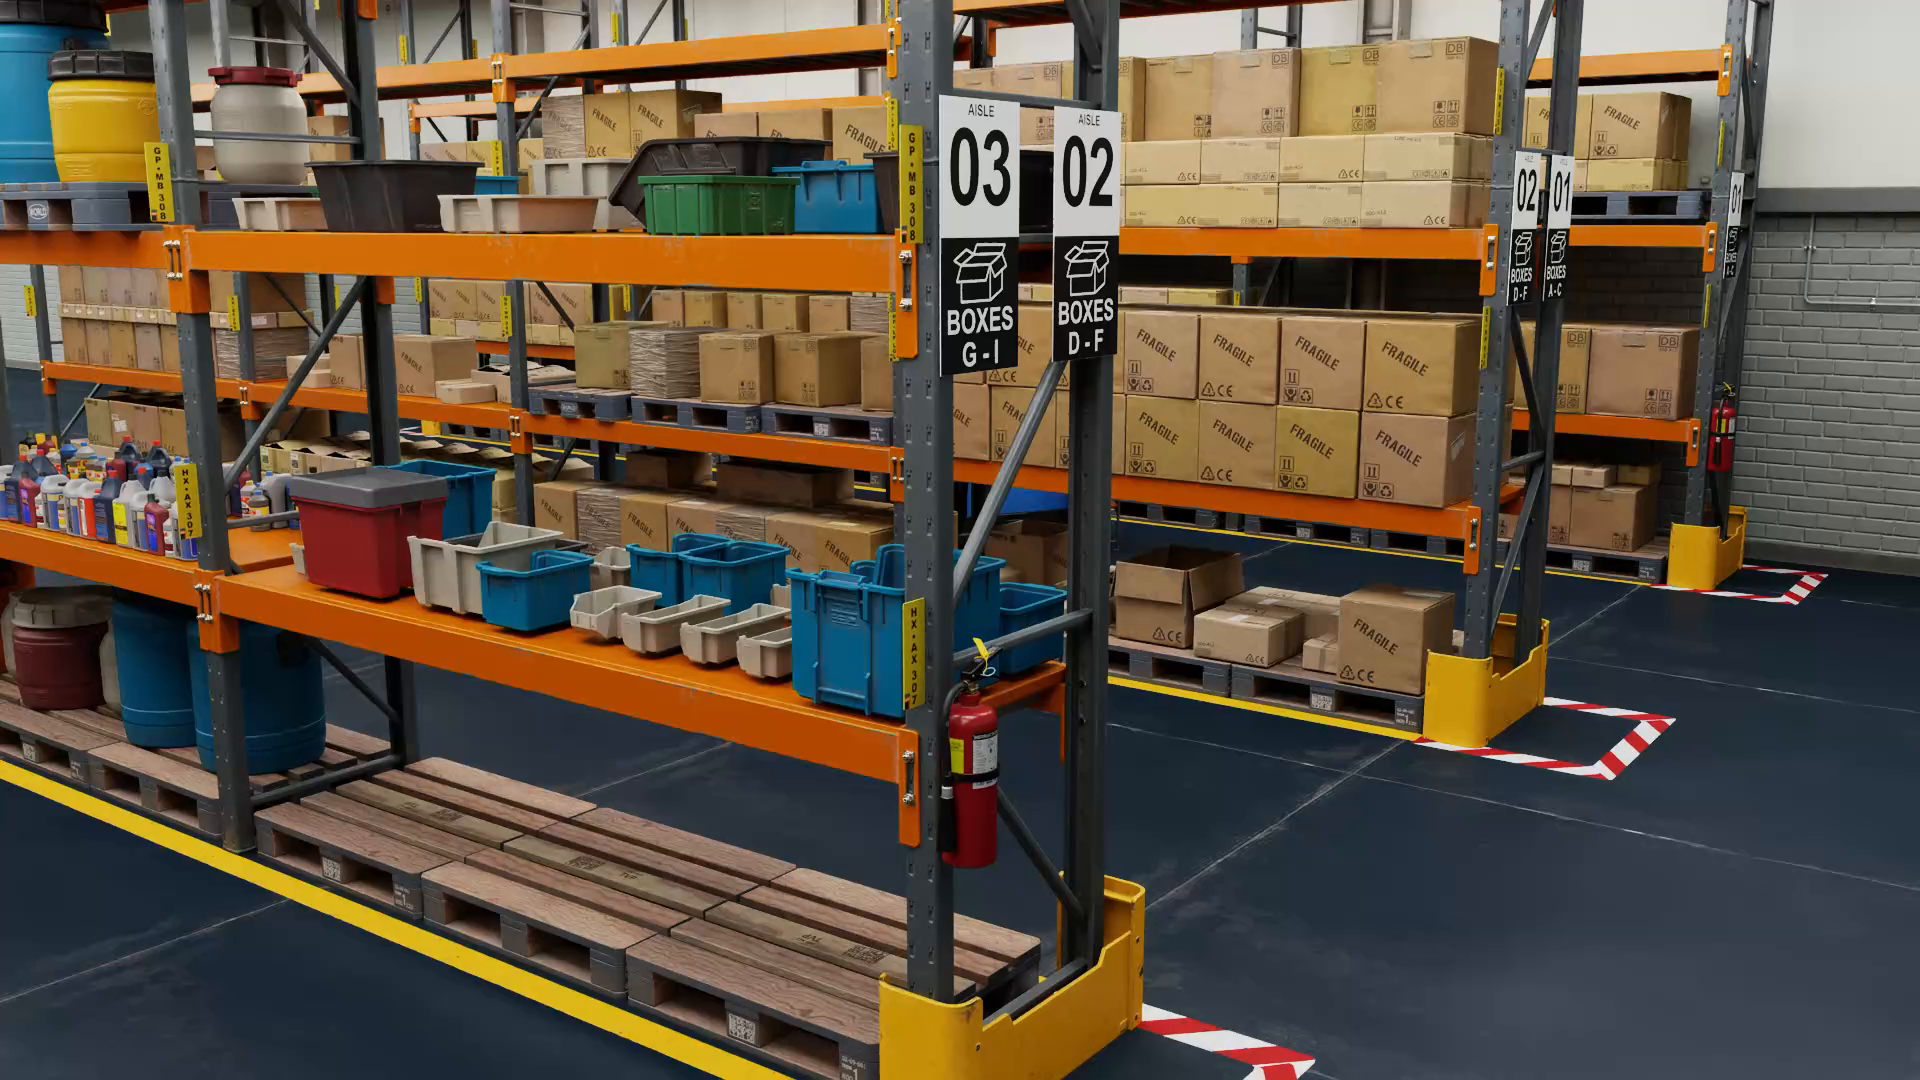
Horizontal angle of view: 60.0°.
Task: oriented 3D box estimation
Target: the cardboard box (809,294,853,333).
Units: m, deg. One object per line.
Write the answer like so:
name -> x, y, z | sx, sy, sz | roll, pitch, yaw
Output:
cardboard box -> -1.260, -2.457, 18.413 | 0.500, 0.500, 0.700 | 6, 13, 30

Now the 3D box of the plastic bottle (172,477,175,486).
plastic bottle -> -4.032, -0.246, 8.732 | 0.135, 0.276, 0.152 | 8, 13, 36

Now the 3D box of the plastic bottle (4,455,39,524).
plastic bottle -> -4.871, -0.269, 8.652 | 0.185, 0.351, 0.144 | 8, 13, 36

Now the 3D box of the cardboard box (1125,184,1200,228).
cardboard box -> 1.340, -2.011, 10.027 | 0.500, 0.250, 0.500 | 8, 13, 36

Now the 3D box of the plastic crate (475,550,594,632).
plastic crate -> -1.631, 0.195, 6.408 | 0.300, 0.233, 0.416 | 8, 13, 36

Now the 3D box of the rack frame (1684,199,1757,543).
rack frame -> 6.040, -1.183, 13.247 | 0.127, 3.000, 1.000 | 8, 13, 36

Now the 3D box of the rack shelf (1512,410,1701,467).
rack shelf -> 4.428, -1.055, 14.478 | 4.000, 0.370, 1.077 | 8, 13, 36

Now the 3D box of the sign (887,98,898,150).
sign -> -0.439, -2.708, 10.837 | 0.005, 0.325, 0.100 | 8, 13, 36

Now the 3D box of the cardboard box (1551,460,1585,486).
cardboard box -> 4.998, -0.559, 13.789 | 0.250, 0.149, 0.380 | 8, 14, 37

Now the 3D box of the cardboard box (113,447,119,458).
cardboard box -> -8.677, -0.873, 17.778 | 0.500, 0.250, 0.500 | 8, 13, 36

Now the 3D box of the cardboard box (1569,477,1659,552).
cardboard box -> 5.416, -0.225, 13.772 | 0.500, 0.500, 0.700 | 8, 13, 36

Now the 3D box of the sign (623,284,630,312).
sign -> -3.947, -2.873, 19.704 | 0.005, 0.325, 0.100 | 8, 13, 36

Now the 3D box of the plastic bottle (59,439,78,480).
plastic bottle -> -5.269, -0.459, 9.842 | 0.097, 0.271, 0.097 | 0, 11, 0

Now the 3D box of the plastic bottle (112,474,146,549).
plastic bottle -> -3.983, -0.145, 8.012 | 0.185, 0.351, 0.144 | 8, 13, 36

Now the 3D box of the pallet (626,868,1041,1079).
pallet -> -0.466, 1.604, 6.182 | 1.213, 0.211, 1.003 | 8, 13, 36

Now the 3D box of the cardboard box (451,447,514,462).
cardboard box -> -4.424, -0.674, 15.275 | 0.500, 0.311, 0.500 | 7, 13, 34

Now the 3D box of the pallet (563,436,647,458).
pallet -> -4.195, -1.233, 20.848 | 1.213, 0.211, 1.003 | 8, 13, 36

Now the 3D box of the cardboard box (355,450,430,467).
cardboard box -> -5.136, -0.648, 15.137 | 0.500, 0.311, 0.500 | 8, 14, 37

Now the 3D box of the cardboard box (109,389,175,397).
cardboard box -> -9.177, -1.433, 18.697 | 0.500, 0.500, 0.500 | 8, 13, 36

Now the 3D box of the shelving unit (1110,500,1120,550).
shelving unit -> 1.218, -0.542, 14.672 | 0.258, 1.200, 0.503 | -3, 11, -13

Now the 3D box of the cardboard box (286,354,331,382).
cardboard box -> -6.139, -1.651, 16.061 | 0.500, 0.250, 0.500 | 9, 14, 39

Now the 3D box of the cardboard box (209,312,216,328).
cardboard box -> -7.318, -2.196, 16.511 | 0.250, 0.149, 0.380 | 7, 13, 34

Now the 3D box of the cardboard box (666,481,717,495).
cardboard box -> -2.028, -0.185, 13.511 | 0.500, 0.500, 0.500 | 7, 13, 34

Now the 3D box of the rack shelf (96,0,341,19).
rack shelf -> -4.660, -2.737, 8.430 | 4.000, 0.370, 1.077 | 8, 13, 36

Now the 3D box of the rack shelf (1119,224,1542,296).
rack shelf -> 1.499, -1.768, 10.270 | 4.000, 0.370, 1.077 | 8, 13, 36

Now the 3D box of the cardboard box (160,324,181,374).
cardboard box -> -7.754, -1.987, 17.138 | 0.500, 0.500, 0.700 | 8, 14, 36

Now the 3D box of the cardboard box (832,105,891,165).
cardboard box -> -0.476, -2.719, 11.657 | 0.600, 0.600, 0.600 | 6, 13, 30

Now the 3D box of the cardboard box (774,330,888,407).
cardboard box -> -0.955, -1.284, 12.402 | 0.700, 0.500, 0.500 | -11, 15, -44

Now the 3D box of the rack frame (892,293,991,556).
rack frame -> -0.113, -0.874, 11.649 | 0.127, 3.000, 1.000 | 8, 13, 36

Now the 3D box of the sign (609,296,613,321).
sign -> -3.024, -1.937, 14.306 | 0.005, 0.325, 0.100 | 8, 13, 36

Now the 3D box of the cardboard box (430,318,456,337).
cardboard box -> -6.651, -2.814, 22.023 | 0.500, 0.250, 0.500 | 7, 13, 34

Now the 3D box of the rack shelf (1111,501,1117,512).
rack shelf -> 1.218, -0.281, 14.723 | 0.258, 0.148, 0.480 | -3, 11, -13

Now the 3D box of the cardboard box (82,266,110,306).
cardboard box -> -8.947, -2.790, 17.877 | 0.500, 0.500, 0.700 | 8, 13, 34

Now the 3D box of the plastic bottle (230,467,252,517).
plastic bottle -> -3.807, -0.265, 8.810 | 0.133, 0.283, 0.061 | 8, 13, 36

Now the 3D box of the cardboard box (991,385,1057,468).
cardboard box -> 0.551, -0.767, 10.833 | 0.500, 0.500, 0.500 | 8, 14, 37

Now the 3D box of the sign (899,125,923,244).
sign -> -0.137, -1.001, 4.687 | 0.005, 0.325, 0.100 | 8, 13, 36

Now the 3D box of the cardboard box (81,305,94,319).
cardboard box -> -9.182, -2.456, 17.856 | 0.250, 0.149, 0.380 | 8, 14, 36

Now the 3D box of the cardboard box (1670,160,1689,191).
cardboard box -> 5.597, -2.957, 13.545 | 0.500, 0.250, 0.500 | 9, 14, 38

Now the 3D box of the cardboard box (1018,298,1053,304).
cardboard box -> 0.447, -1.397, 11.456 | 0.500, 0.500, 0.500 | 8, 14, 36

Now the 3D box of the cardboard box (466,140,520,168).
cardboard box -> -5.896, -4.804, 21.117 | 0.500, 0.500, 0.500 | 8, 14, 37

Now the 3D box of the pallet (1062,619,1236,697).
pallet -> 1.427, 0.710, 10.806 | 1.213, 0.211, 1.003 | 8, 13, 36

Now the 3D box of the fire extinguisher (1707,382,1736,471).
fire extinguisher -> 5.888, -0.874, 12.837 | 0.183, 0.674, 0.296 | 8, 13, 36

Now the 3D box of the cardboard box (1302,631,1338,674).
cardboard box -> 2.253, 0.668, 9.980 | 0.250, 0.166, 0.380 | 8, 13, 36

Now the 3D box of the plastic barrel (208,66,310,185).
plastic barrel -> -3.324, -1.959, 7.898 | 0.433, 0.535, 0.433 | 0, 11, 0

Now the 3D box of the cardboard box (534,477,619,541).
cardboard box -> -3.140, -0.217, 13.679 | 0.500, 0.500, 0.500 | 9, 14, 38

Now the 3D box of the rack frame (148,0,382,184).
rack frame -> -3.048, -3.061, 7.162 | 0.127, 3.000, 1.000 | 8, 13, 36

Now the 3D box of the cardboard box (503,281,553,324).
cardboard box -> -5.421, -3.014, 21.080 | 0.500, 0.500, 0.500 | 8, 14, 37

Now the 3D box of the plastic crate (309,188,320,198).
plastic crate -> -2.528, -1.483, 7.460 | 0.662, 0.188, 0.450 | 8, 13, 36

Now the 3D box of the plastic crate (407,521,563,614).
plastic crate -> -1.927, 0.113, 6.704 | 0.530, 0.282, 0.437 | 8, 13, 36

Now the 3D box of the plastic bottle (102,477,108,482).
plastic bottle -> -4.308, -0.182, 8.410 | 0.097, 0.271, 0.097 | 0, 11, 0

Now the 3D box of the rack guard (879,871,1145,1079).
rack guard -> 0.203, 1.562, 5.641 | 0.348, 0.500, 1.175 | 8, 13, 36

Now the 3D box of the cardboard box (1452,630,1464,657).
cardboard box -> 2.976, 0.660, 10.069 | 0.250, 0.149, 0.380 | 8, 13, 36

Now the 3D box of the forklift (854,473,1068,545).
forklift -> -0.566, -1.389, 14.494 | 3.031, 2.935, 1.130 | -5, 12, -24

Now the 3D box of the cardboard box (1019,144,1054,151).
cardboard box -> 0.536, -2.370, 10.563 | 0.500, 0.250, 0.500 | 8, 13, 36
